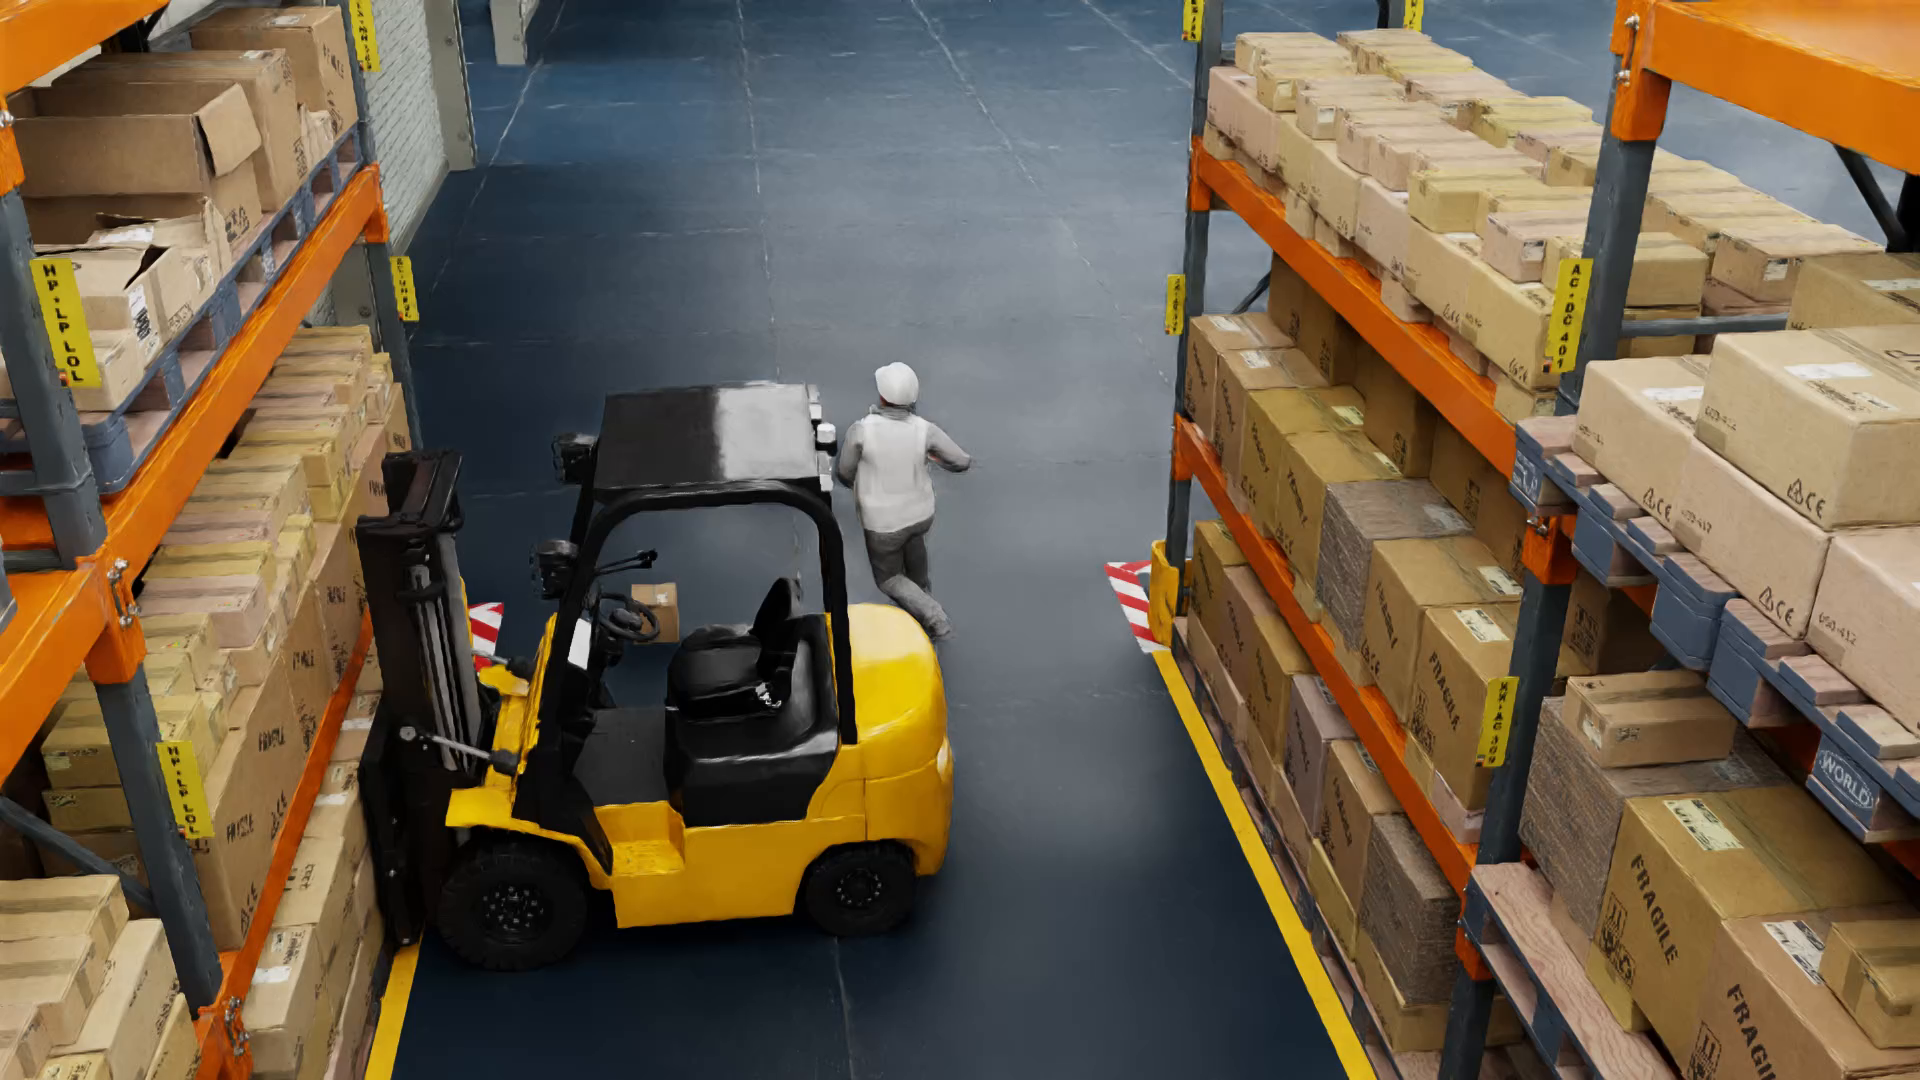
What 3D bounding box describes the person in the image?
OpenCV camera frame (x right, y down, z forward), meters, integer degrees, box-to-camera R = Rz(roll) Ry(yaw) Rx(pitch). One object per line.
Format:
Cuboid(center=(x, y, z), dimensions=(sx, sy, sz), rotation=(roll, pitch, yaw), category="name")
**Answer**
Cuboid(center=(-0.330, -0.223, 9.179), dimensions=(0.727, 1.633, 0.937), rotation=(-15, 31, -27), category="person")
